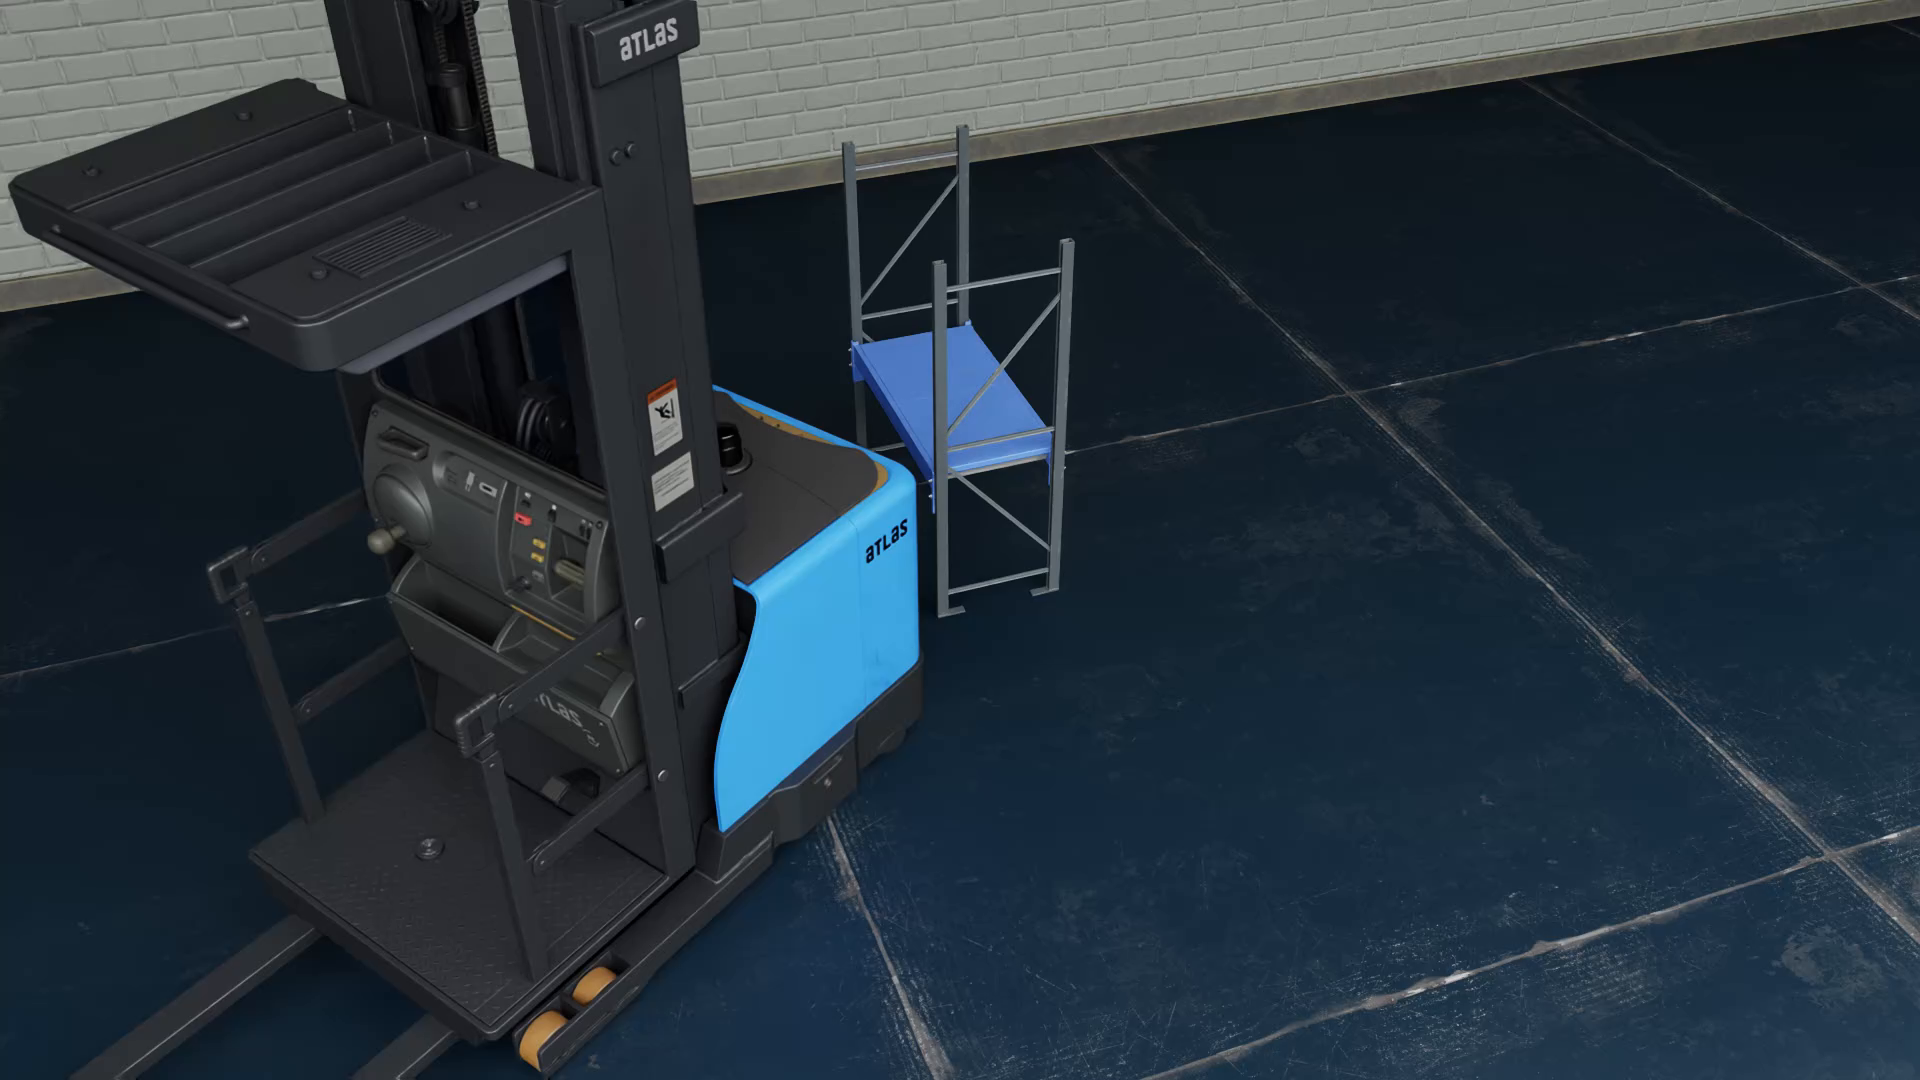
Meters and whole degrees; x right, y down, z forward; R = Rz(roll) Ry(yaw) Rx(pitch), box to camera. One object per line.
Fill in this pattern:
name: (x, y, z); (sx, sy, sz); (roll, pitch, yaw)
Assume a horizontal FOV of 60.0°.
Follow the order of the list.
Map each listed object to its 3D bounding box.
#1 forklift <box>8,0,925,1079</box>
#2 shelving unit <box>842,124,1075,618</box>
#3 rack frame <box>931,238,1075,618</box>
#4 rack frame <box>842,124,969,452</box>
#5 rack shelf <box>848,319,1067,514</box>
forklift: (-1.401, 0.006, 4.306); (1.130, 2.935, 3.031); (24, 43, 28)
shelving unit: (-0.029, -0.647, 6.363); (0.538, 1.500, 1.048); (-12, 39, -16)
rack frame: (0.146, -0.360, 5.981); (0.500, 1.500, 0.032); (-12, 39, -16)
rack frame: (-0.204, -0.934, 6.744); (0.500, 1.500, 0.032); (-12, 39, -16)
rack shelf: (-0.029, -0.504, 6.471); (0.538, 0.185, 1.000); (-12, 39, -16)
